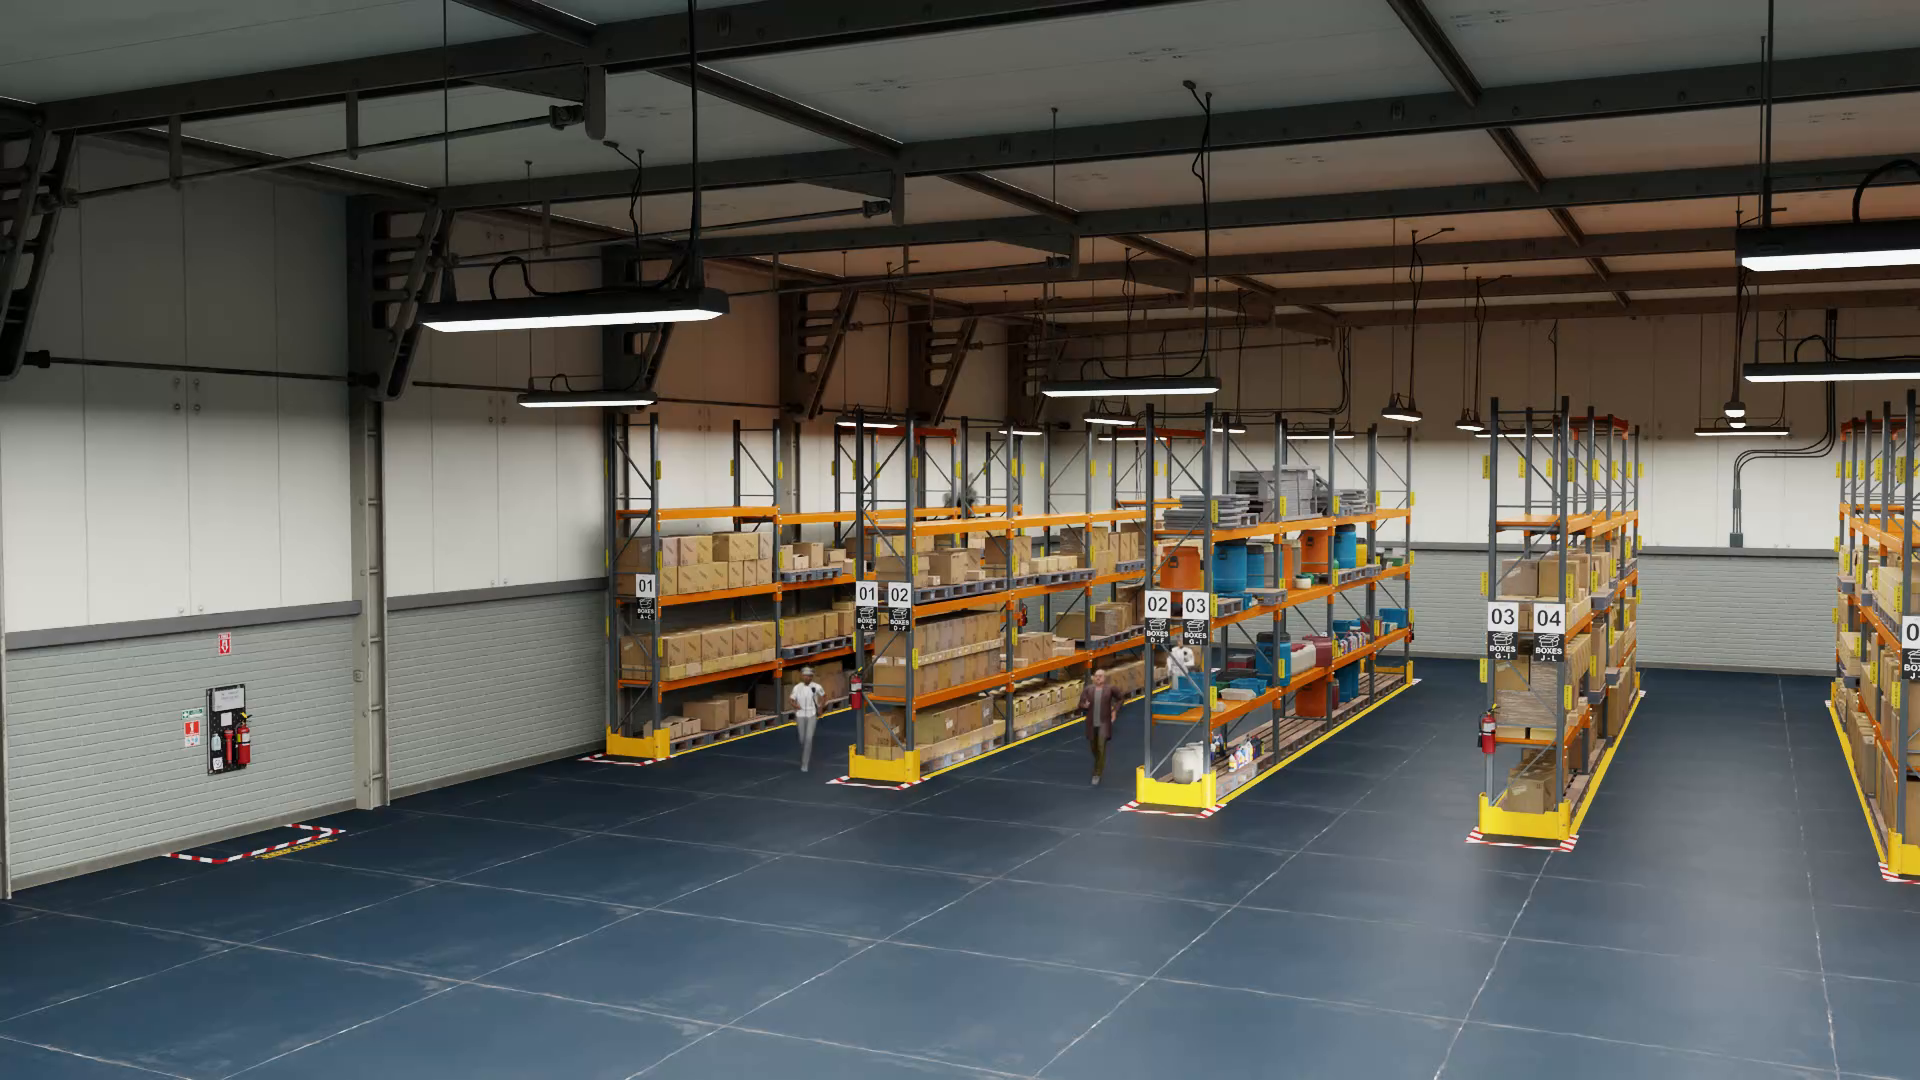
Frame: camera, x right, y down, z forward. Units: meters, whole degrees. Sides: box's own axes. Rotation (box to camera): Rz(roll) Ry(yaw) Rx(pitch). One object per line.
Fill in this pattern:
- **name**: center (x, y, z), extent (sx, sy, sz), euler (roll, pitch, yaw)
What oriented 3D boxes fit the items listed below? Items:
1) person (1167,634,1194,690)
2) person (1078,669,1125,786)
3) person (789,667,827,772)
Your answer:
- **person**: center (4.451, 2.747, 33.600), extent (0.578, 1.707, 0.690), euler (1, 2, 14)
- **person**: center (2.226, 2.959, 26.593), extent (0.709, 1.780, 1.009), euler (1, 3, 22)
- **person**: center (-2.565, 2.991, 27.942), extent (0.621, 1.737, 0.853), euler (0, 2, 3)
